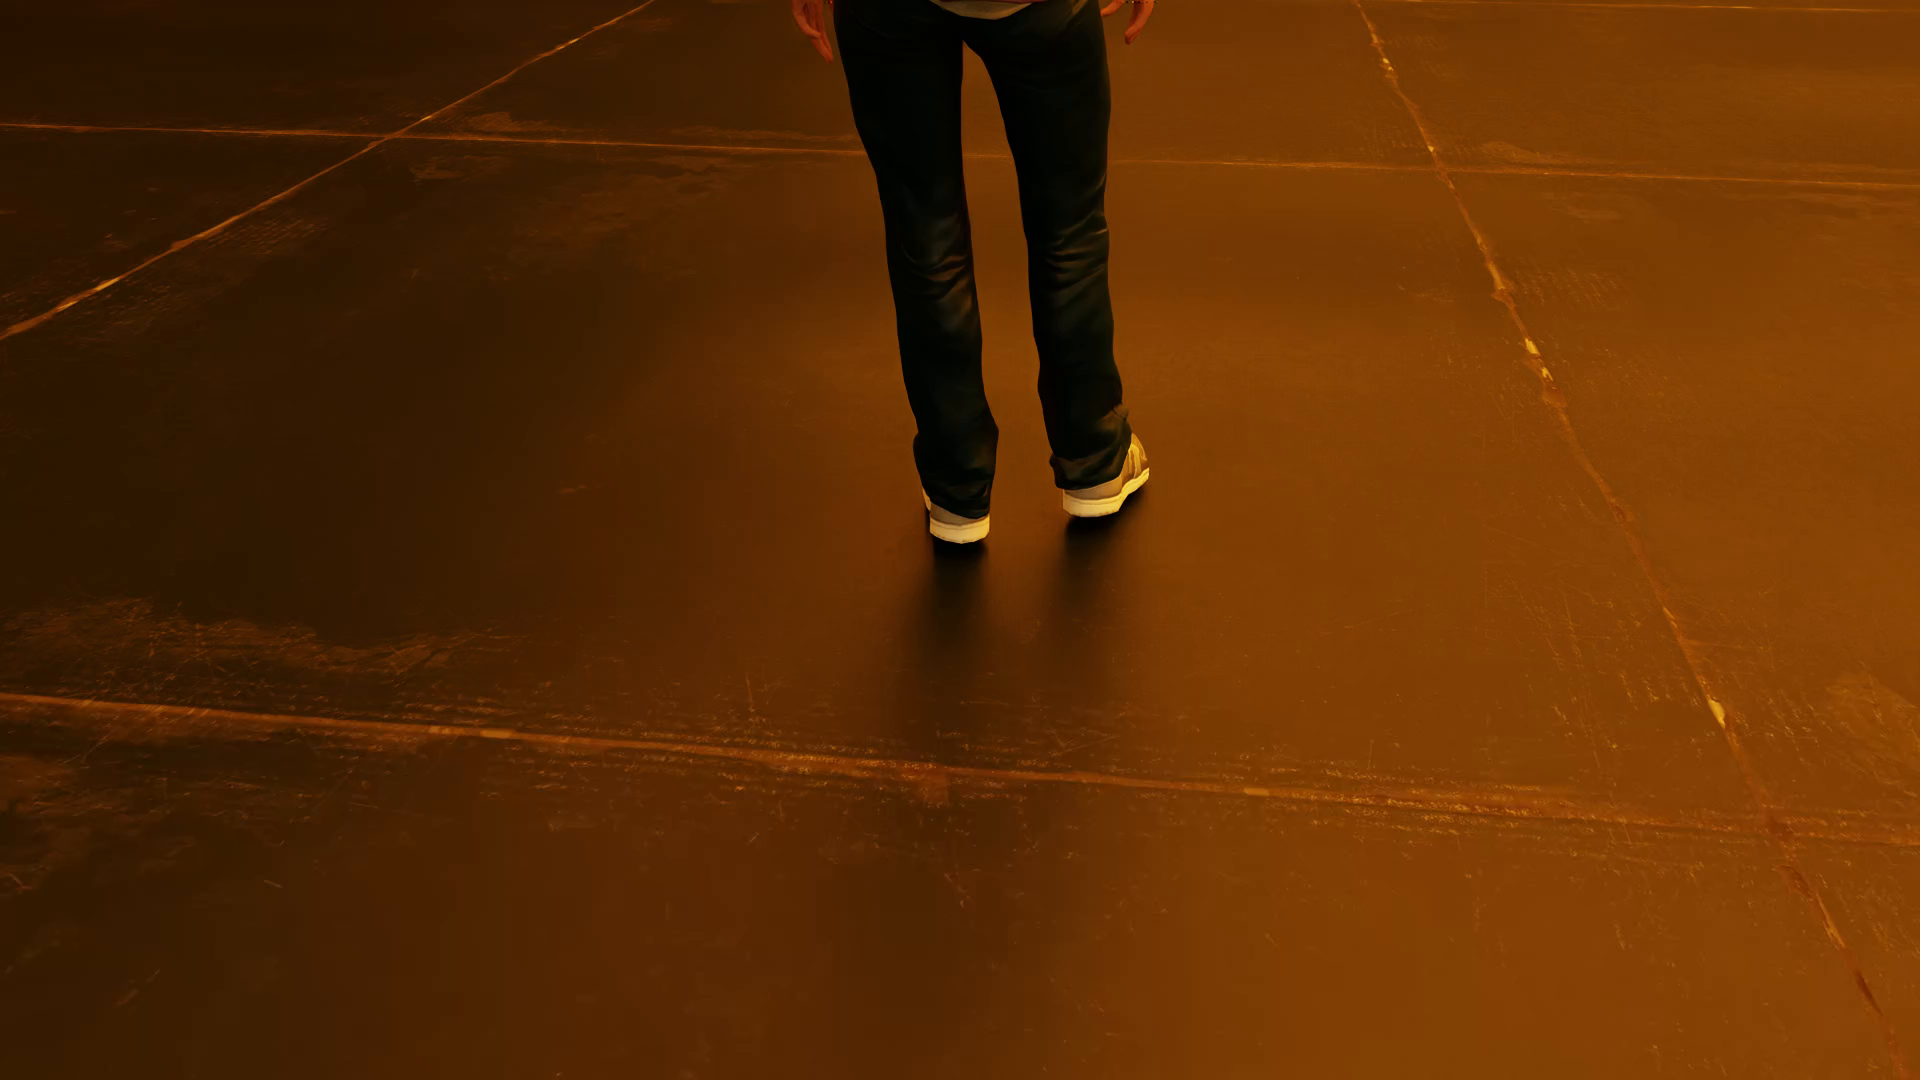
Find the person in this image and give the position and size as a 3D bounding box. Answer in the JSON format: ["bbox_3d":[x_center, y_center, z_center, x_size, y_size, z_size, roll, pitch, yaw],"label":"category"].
[{"bbox_3d":[0.024,-0.754,2.205,0.520,1.599,0.473,3,27,7],"label":"person"}]
